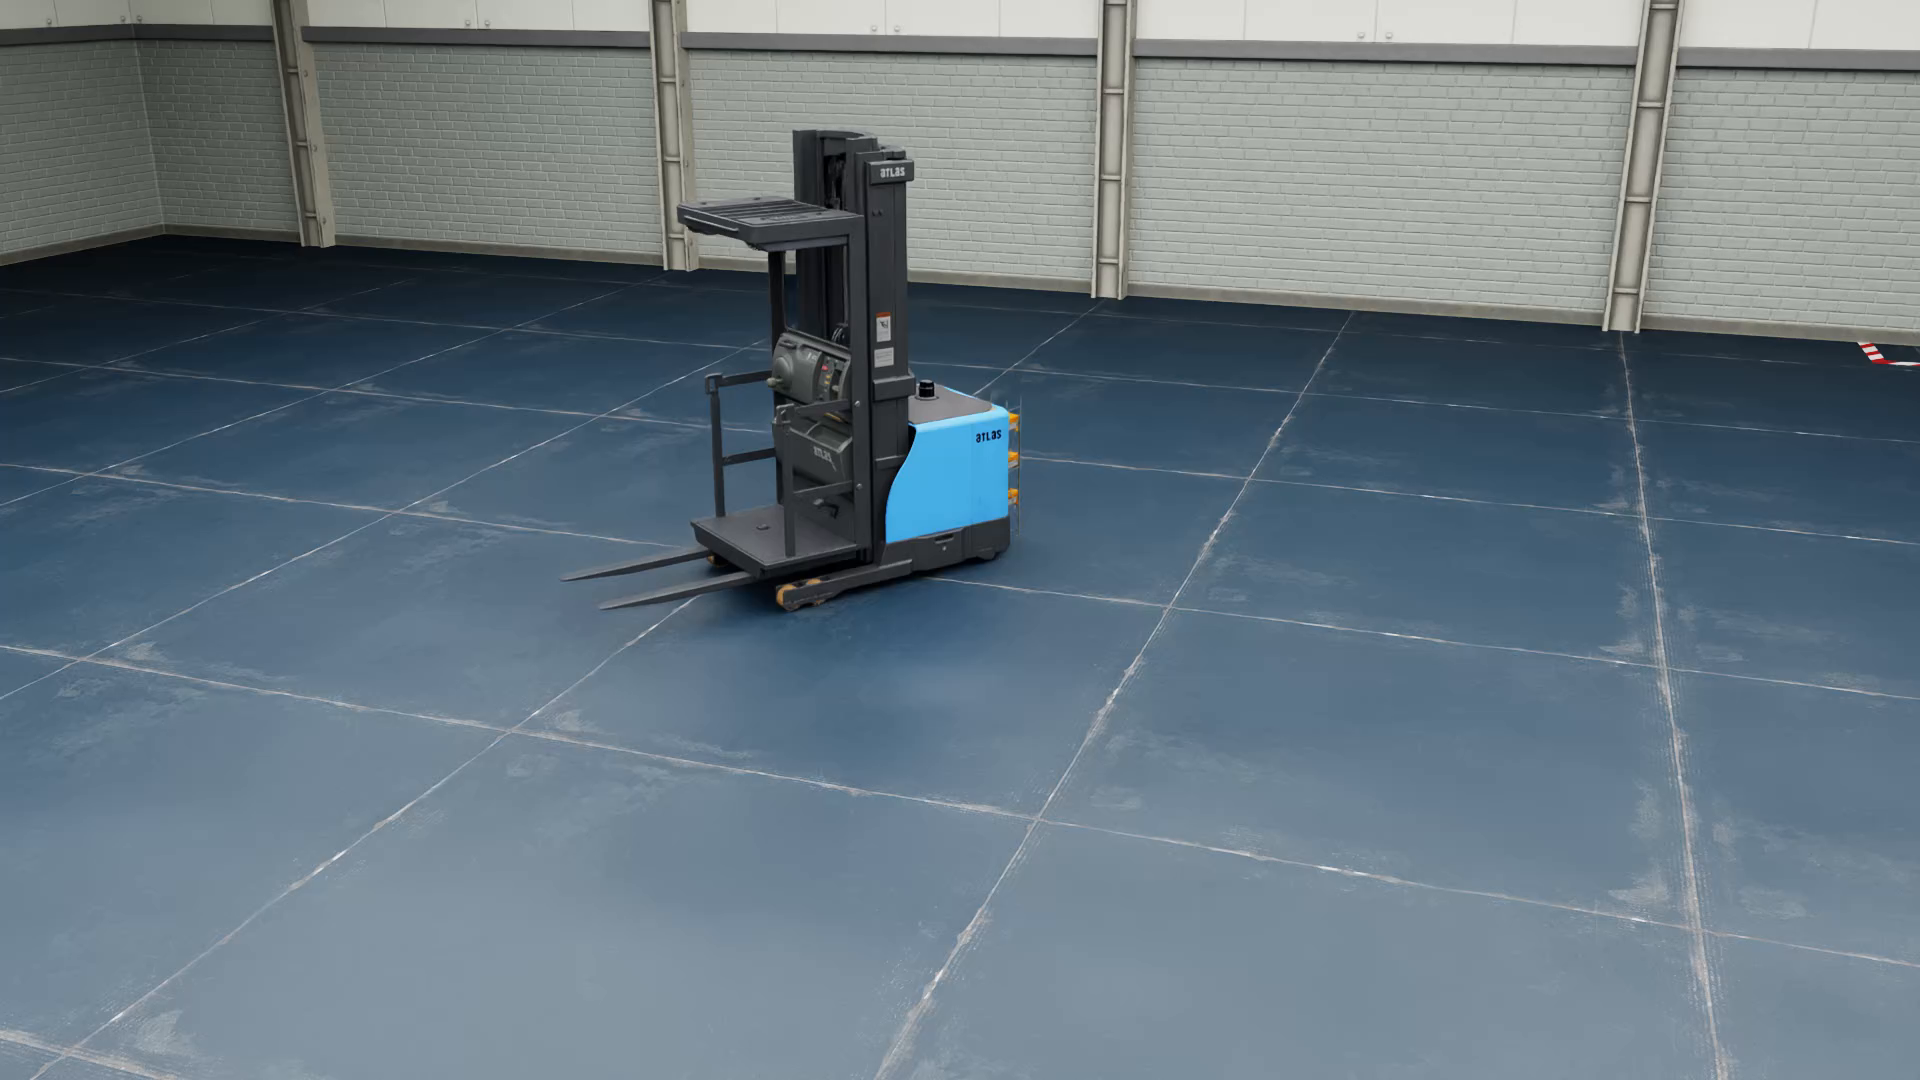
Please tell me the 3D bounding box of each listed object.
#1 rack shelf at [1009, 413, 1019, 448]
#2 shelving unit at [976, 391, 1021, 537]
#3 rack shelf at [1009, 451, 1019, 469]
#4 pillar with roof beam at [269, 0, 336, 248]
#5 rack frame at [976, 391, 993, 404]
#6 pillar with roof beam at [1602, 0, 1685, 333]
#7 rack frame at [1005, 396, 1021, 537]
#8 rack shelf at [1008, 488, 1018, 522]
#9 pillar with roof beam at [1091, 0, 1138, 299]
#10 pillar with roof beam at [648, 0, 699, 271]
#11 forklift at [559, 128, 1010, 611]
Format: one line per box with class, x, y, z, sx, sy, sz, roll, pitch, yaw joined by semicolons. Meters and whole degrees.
rack shelf;0.277;-0.782;11.895;0.240;0.259;0.215;13;23;33
shelving unit;0.277;-0.524;11.985;0.252;1.050;0.215;13;23;33
rack shelf;0.277;-0.514;11.989;0.240;0.259;0.215;13;23;33
pillar with roof beam;-10.877;-7.261;19.235;0.400;9.000;9.100;7;20;18
rack frame;0.176;-0.547;12.051;0.008;1.050;0.200;13;23;33
pillar with roof beam;6.126;-5.317;13.657;0.400;9.000;9.100;7;20;18
rack frame;0.377;-0.501;11.919;0.008;1.050;0.200;13;23;33
rack shelf;0.276;-0.252;12.080;0.240;0.259;0.215;13;23;33
pillar with roof beam;0.459;-5.965;15.517;0.400;9.000;9.100;7;20;18
pillar with roof beam;-5.209;-6.613;17.376;0.400;9.000;9.100;7;20;18
forklift;-1.151;-1.123;10.845;3.031;2.935;1.130;-13;23;-32
